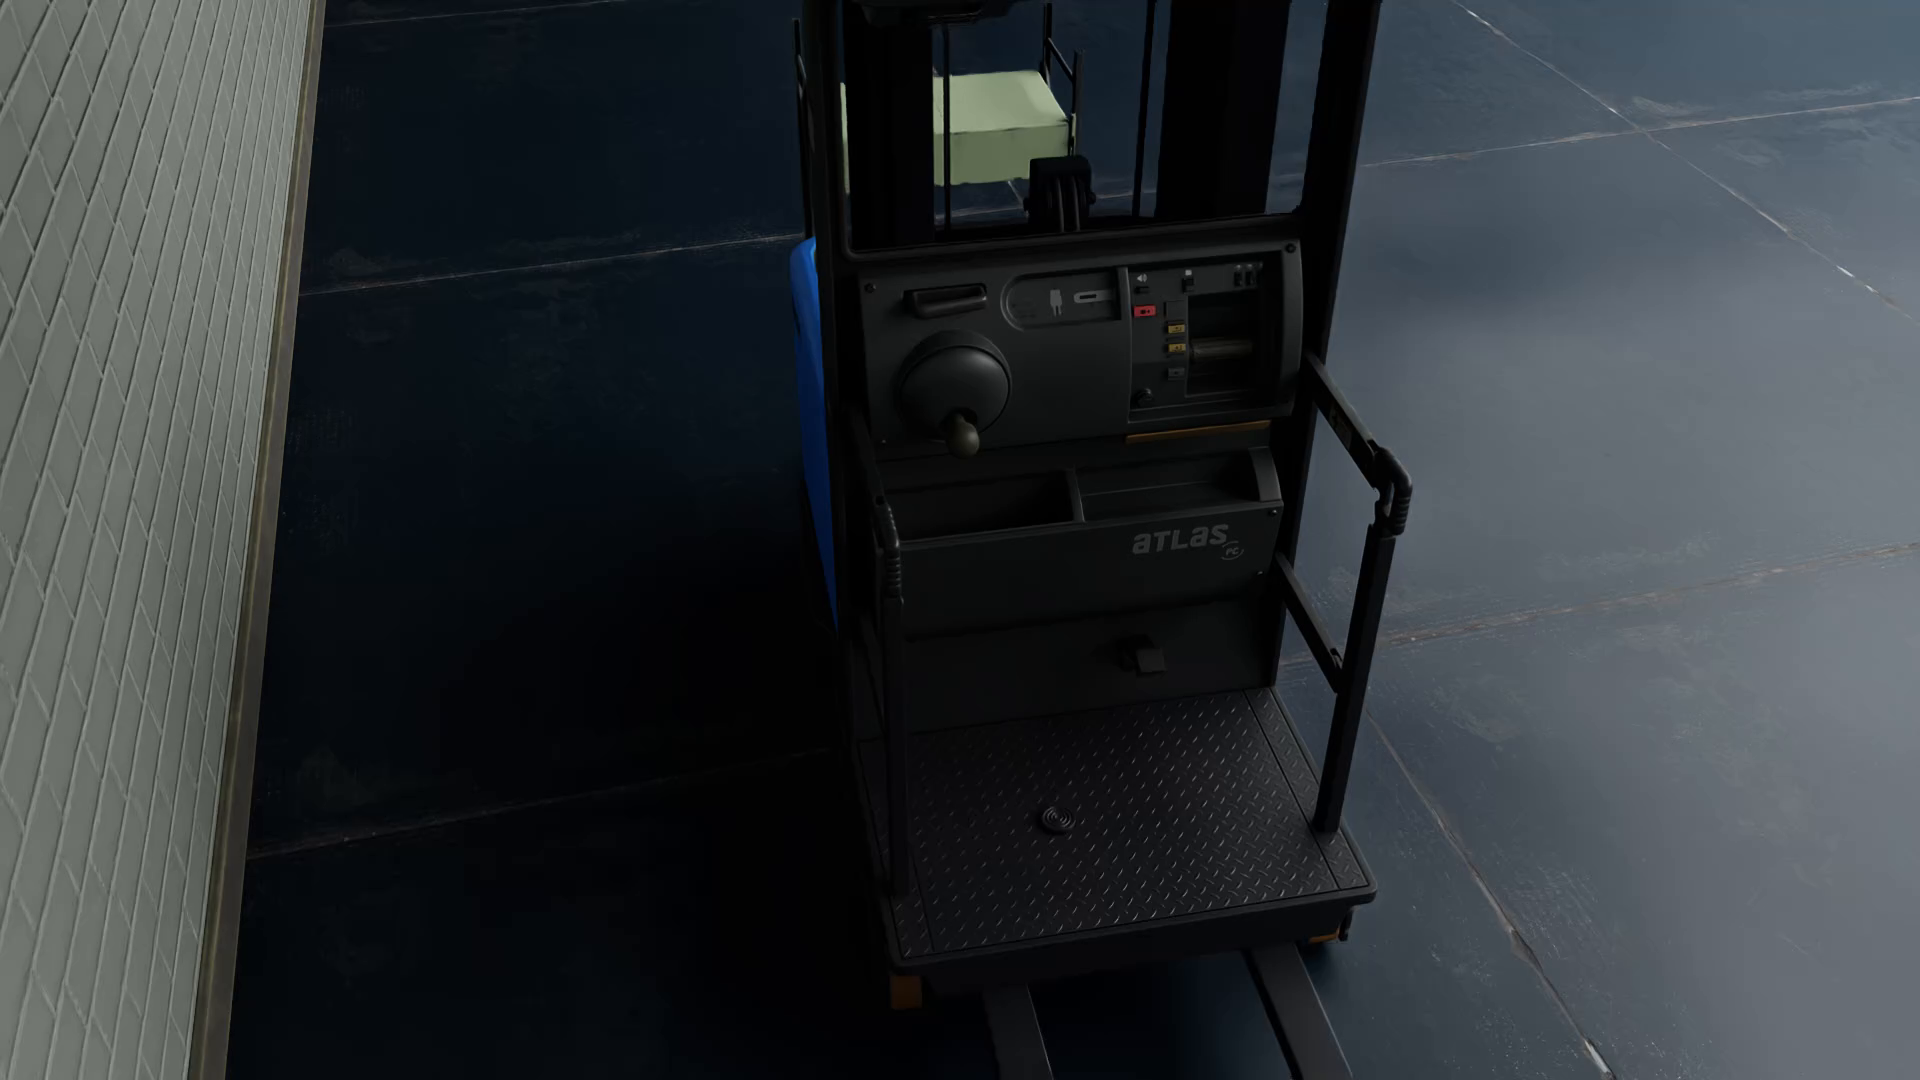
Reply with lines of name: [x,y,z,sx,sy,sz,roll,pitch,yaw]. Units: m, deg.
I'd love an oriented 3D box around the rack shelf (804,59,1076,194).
rack shelf: [-0.071,-1.117,4.834,0.720,0.370,0.431,-7,38,-9]

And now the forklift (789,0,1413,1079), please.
forklift: [0.302,-0.330,3.269,1.130,2.935,3.031,-7,38,-9]

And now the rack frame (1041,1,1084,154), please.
rack frame: [0.289,-0.850,5.127,0.023,1.500,0.400,-7,38,-9]

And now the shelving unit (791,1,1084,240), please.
shelving unit: [-0.071,-0.807,5.071,0.755,1.500,0.431,-7,38,-9]

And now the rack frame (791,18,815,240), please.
rack frame: [-0.430,-0.765,5.015,0.023,1.500,0.400,-7,38,-9]
